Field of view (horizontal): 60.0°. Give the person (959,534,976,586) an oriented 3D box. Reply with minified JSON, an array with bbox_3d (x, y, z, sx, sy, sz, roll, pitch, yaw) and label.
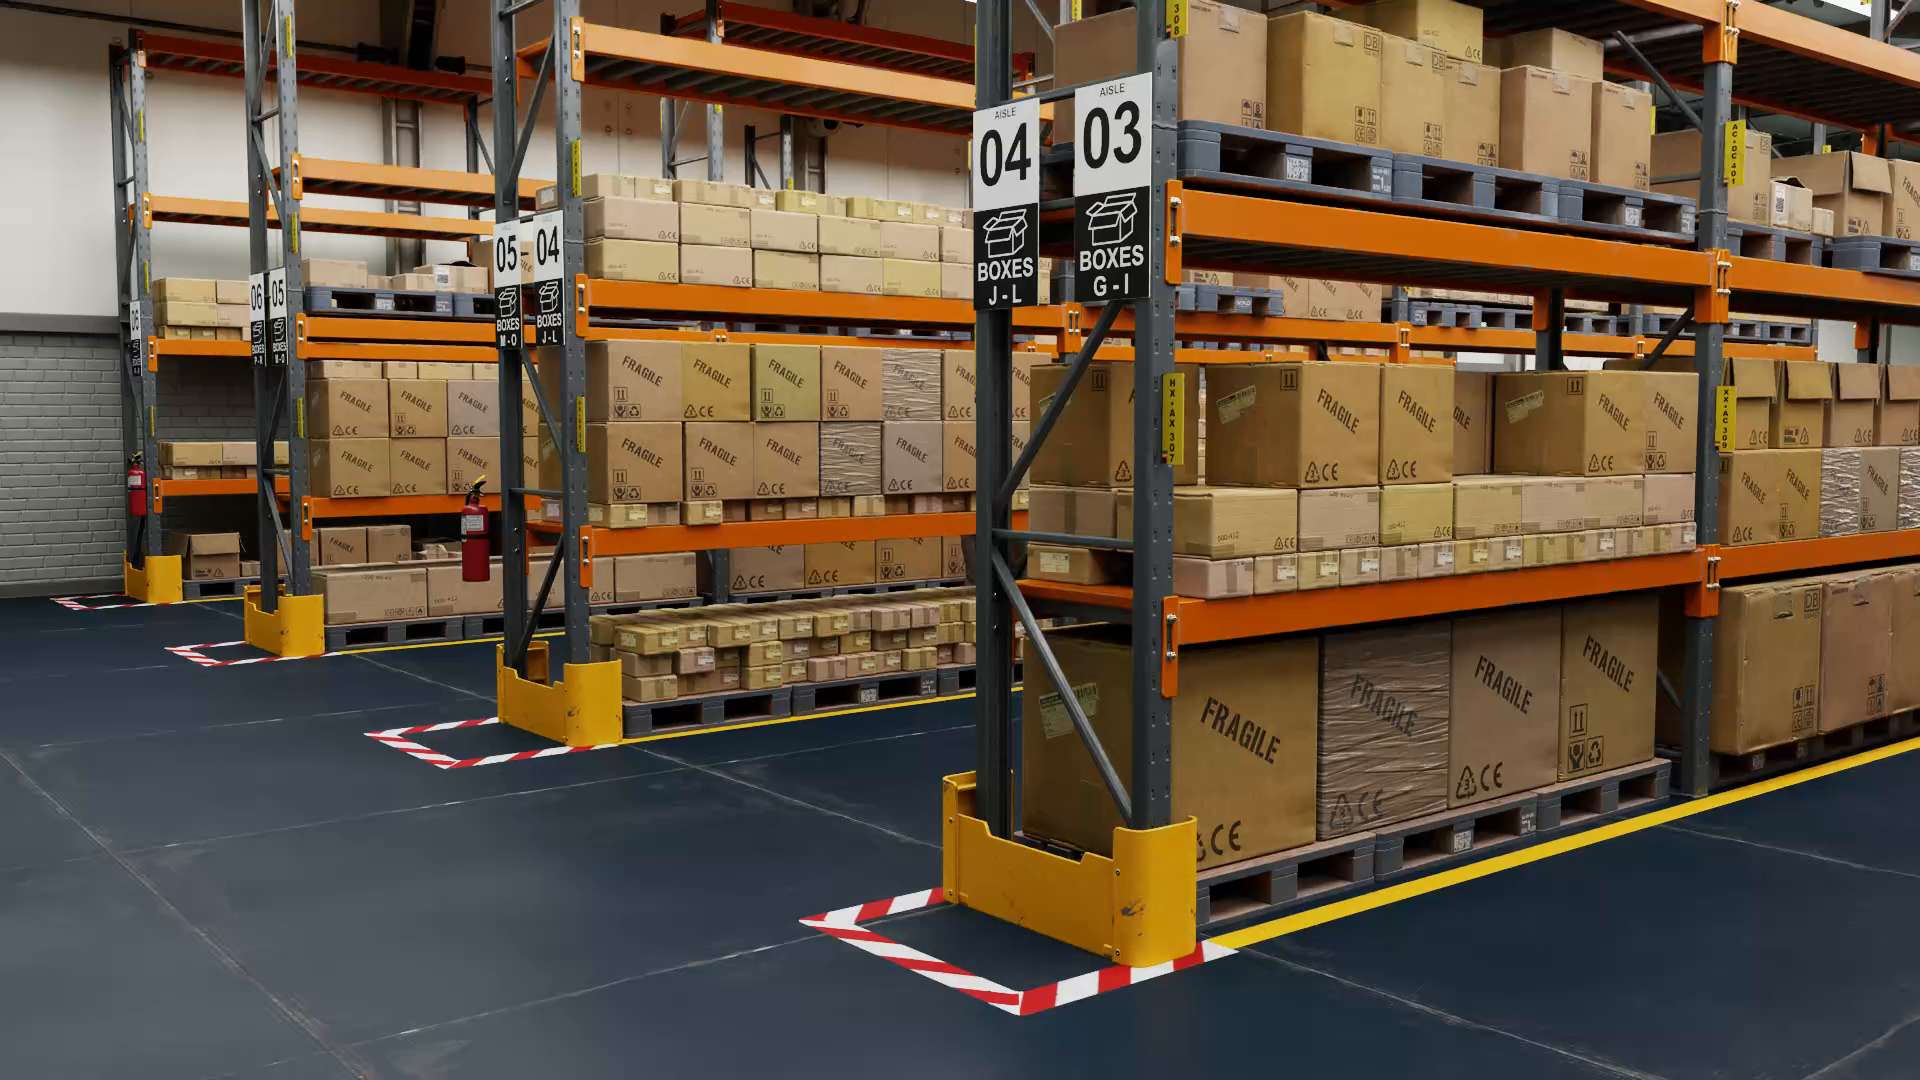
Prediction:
[{"bbox_3d":[0.238,-0.007,15.198,0.544,1.728,0.482,-4,6,-40],"label":"person"}]
